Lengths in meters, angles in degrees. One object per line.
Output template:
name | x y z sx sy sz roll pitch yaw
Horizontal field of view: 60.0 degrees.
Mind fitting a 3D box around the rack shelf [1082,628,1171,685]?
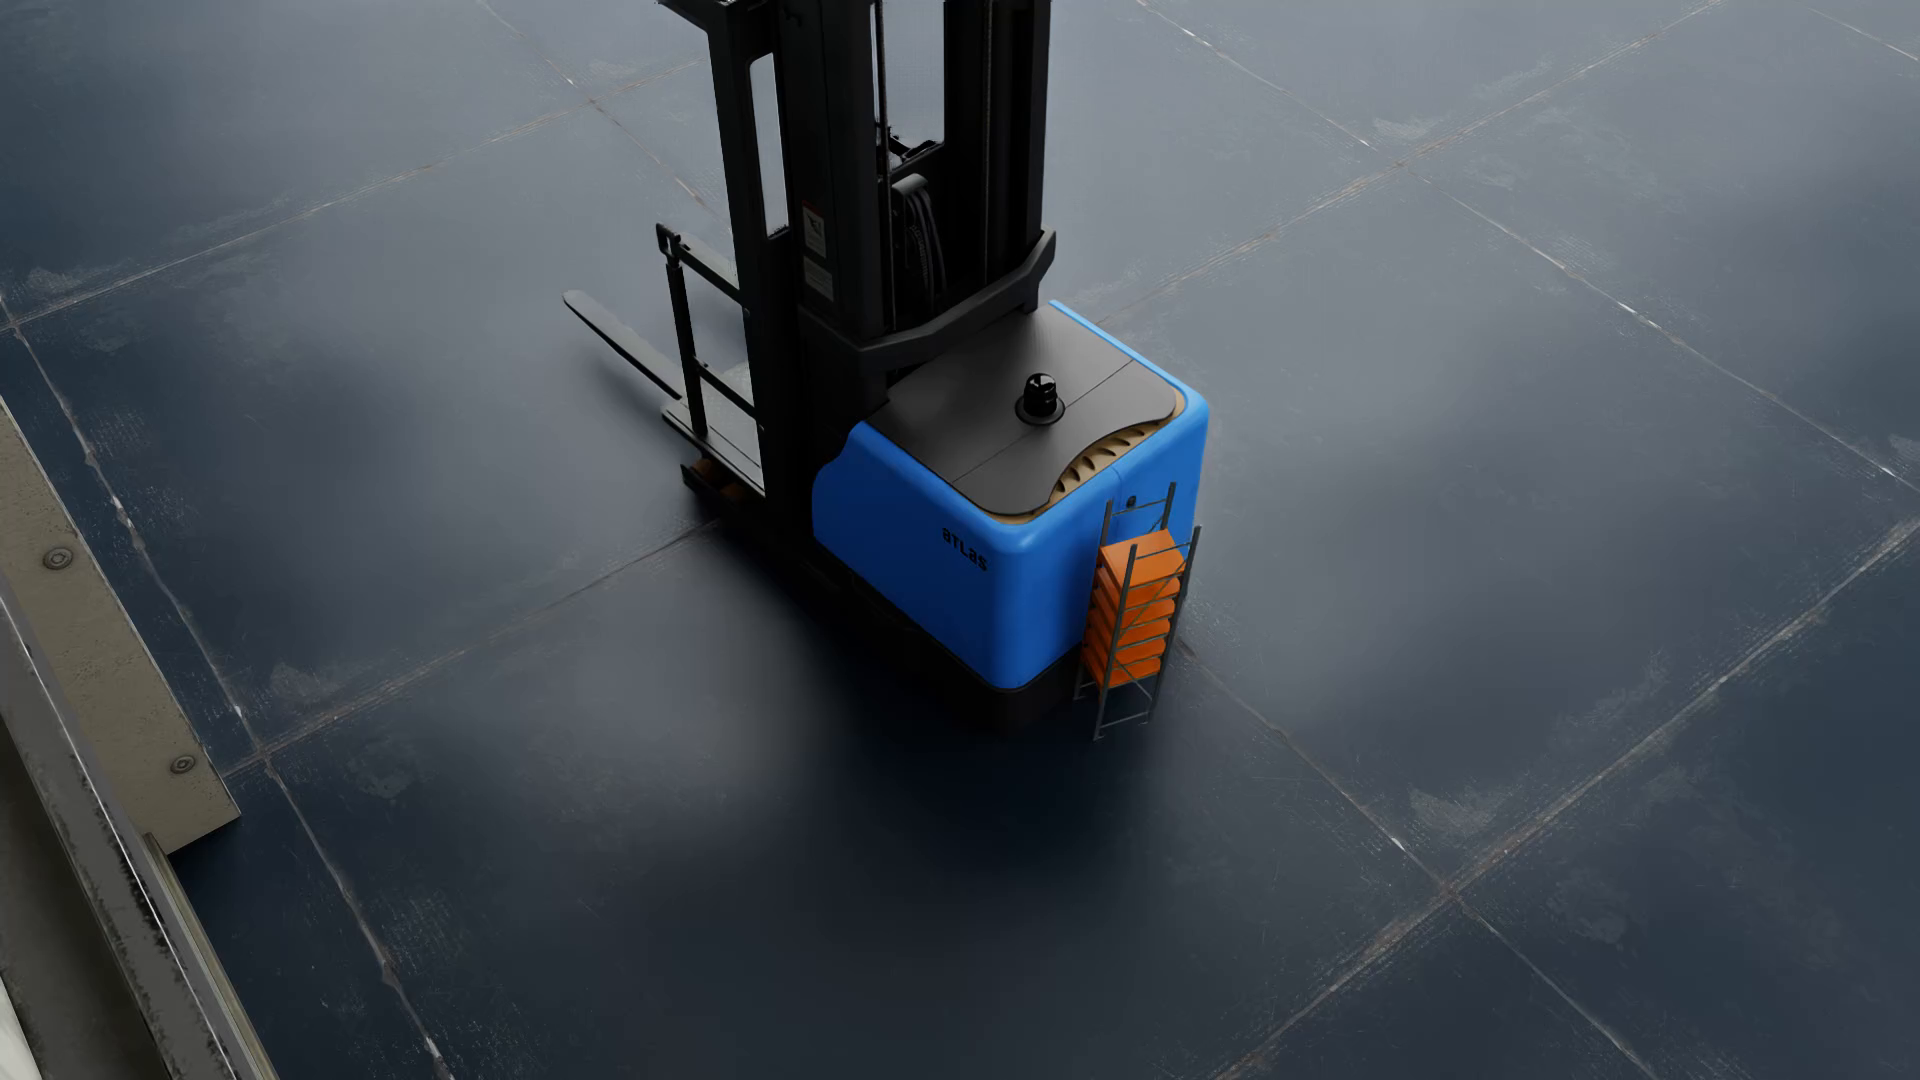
rack shelf | 0.580 0.372 5.813 0.258 0.103 0.180 -16 56 -14

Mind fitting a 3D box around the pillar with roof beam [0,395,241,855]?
pillar with roof beam | 0.648 -4.032 4.330 9.100 9.000 0.400 -29 54 -24

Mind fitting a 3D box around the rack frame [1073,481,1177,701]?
rack frame | 0.553 0.205 5.731 0.240 1.200 0.006 -16 56 -14

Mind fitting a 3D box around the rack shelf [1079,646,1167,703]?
rack shelf | 0.576 0.444 5.909 0.258 0.103 0.180 -16 56 -14

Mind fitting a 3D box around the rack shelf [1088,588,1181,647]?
rack shelf | 0.589 0.229 5.620 0.258 0.103 0.180 -16 56 -14

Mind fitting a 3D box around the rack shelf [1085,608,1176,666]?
rack shelf | 0.584 0.301 5.717 0.258 0.103 0.180 -16 56 -14

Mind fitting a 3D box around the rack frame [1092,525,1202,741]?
rack frame | 0.618 0.343 5.631 0.240 1.200 0.006 -16 56 -14

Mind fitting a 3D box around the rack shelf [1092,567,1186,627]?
rack shelf | 0.593 0.157 5.524 0.258 0.103 0.180 -16 56 -14

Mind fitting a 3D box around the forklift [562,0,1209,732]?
forklift | -0.498 -1.288 5.938 1.130 2.935 3.031 -35 57 -28

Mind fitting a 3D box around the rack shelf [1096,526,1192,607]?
rack shelf | 0.597 0.086 5.428 0.258 0.103 0.180 -16 56 -14

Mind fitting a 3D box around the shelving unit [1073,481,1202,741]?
shelving unit | 0.586 0.274 5.681 0.258 1.200 0.189 -16 56 -14
